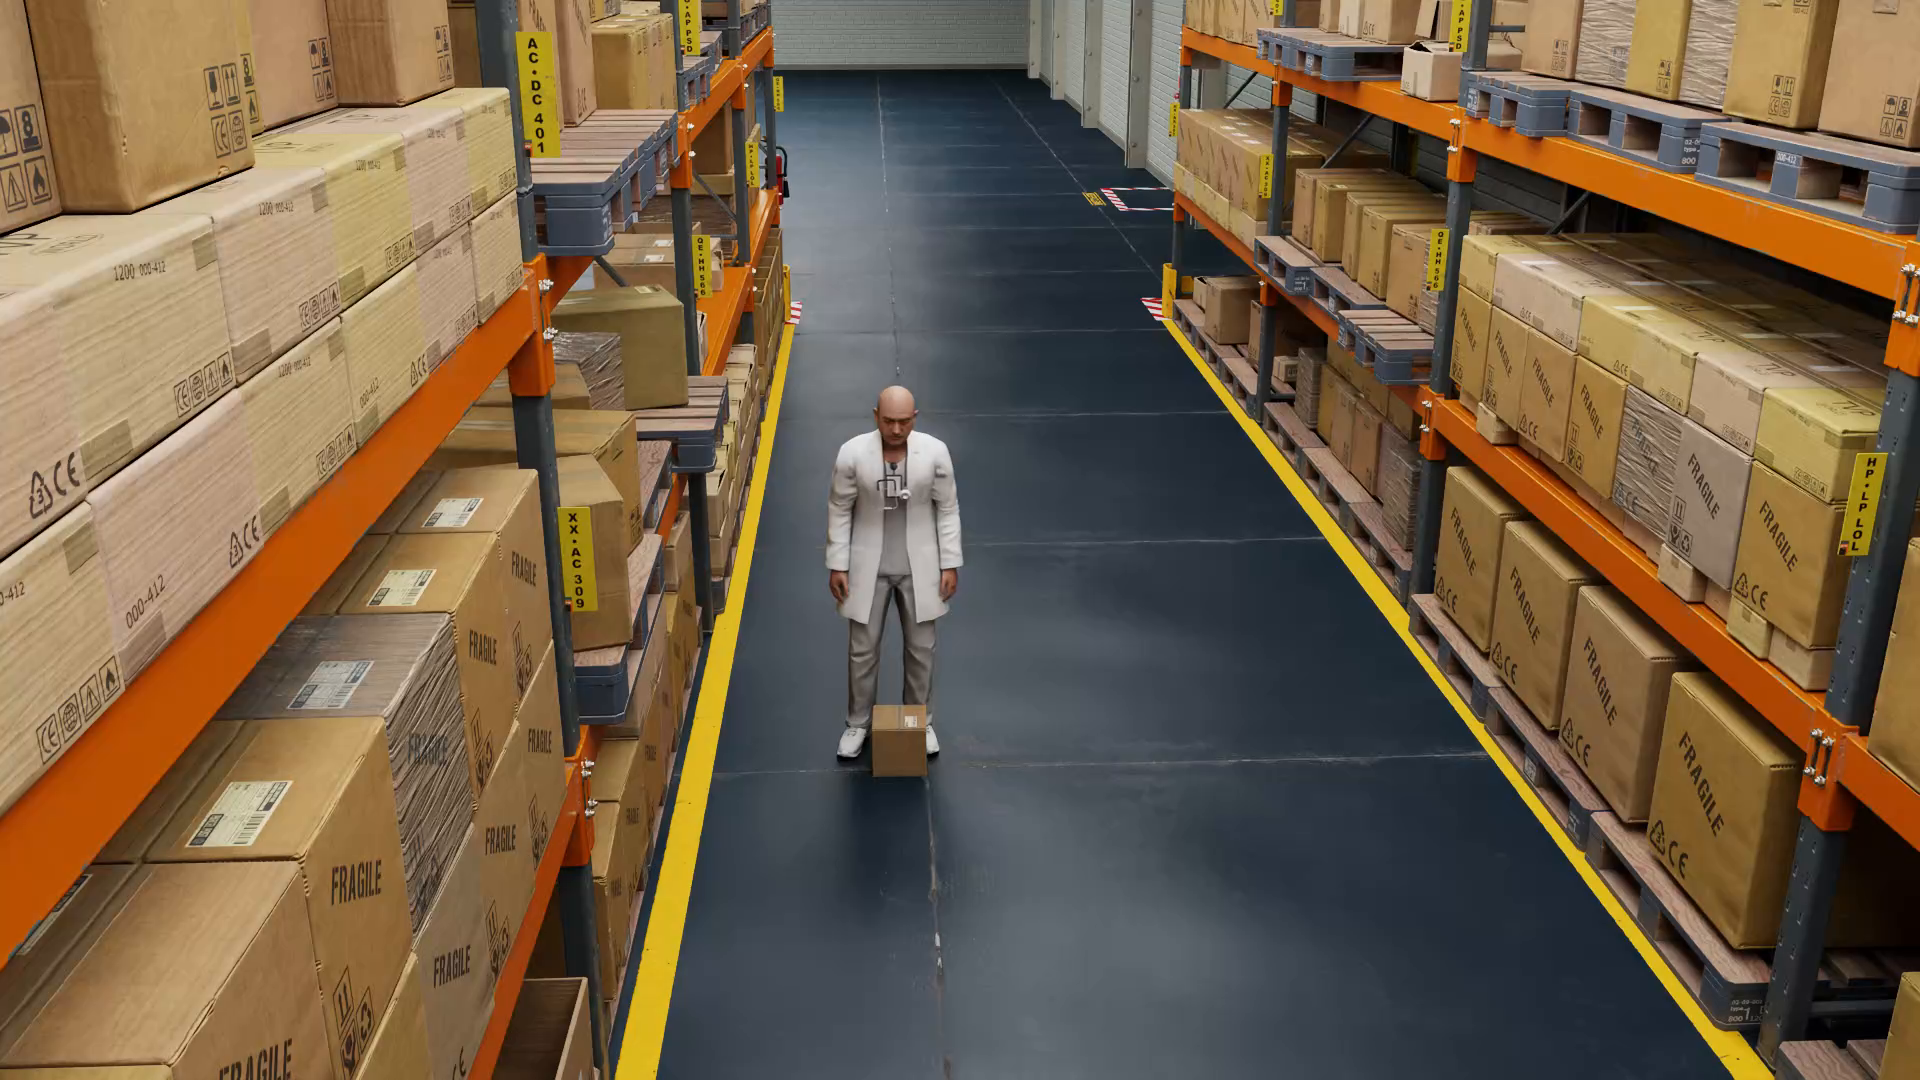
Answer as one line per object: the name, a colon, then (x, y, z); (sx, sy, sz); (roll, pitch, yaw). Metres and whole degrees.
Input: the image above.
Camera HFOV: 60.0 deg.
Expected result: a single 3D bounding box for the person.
person: (-0.306, 0.137, 7.722); (0.642, 1.774, 0.421); (-1, 20, -3)
